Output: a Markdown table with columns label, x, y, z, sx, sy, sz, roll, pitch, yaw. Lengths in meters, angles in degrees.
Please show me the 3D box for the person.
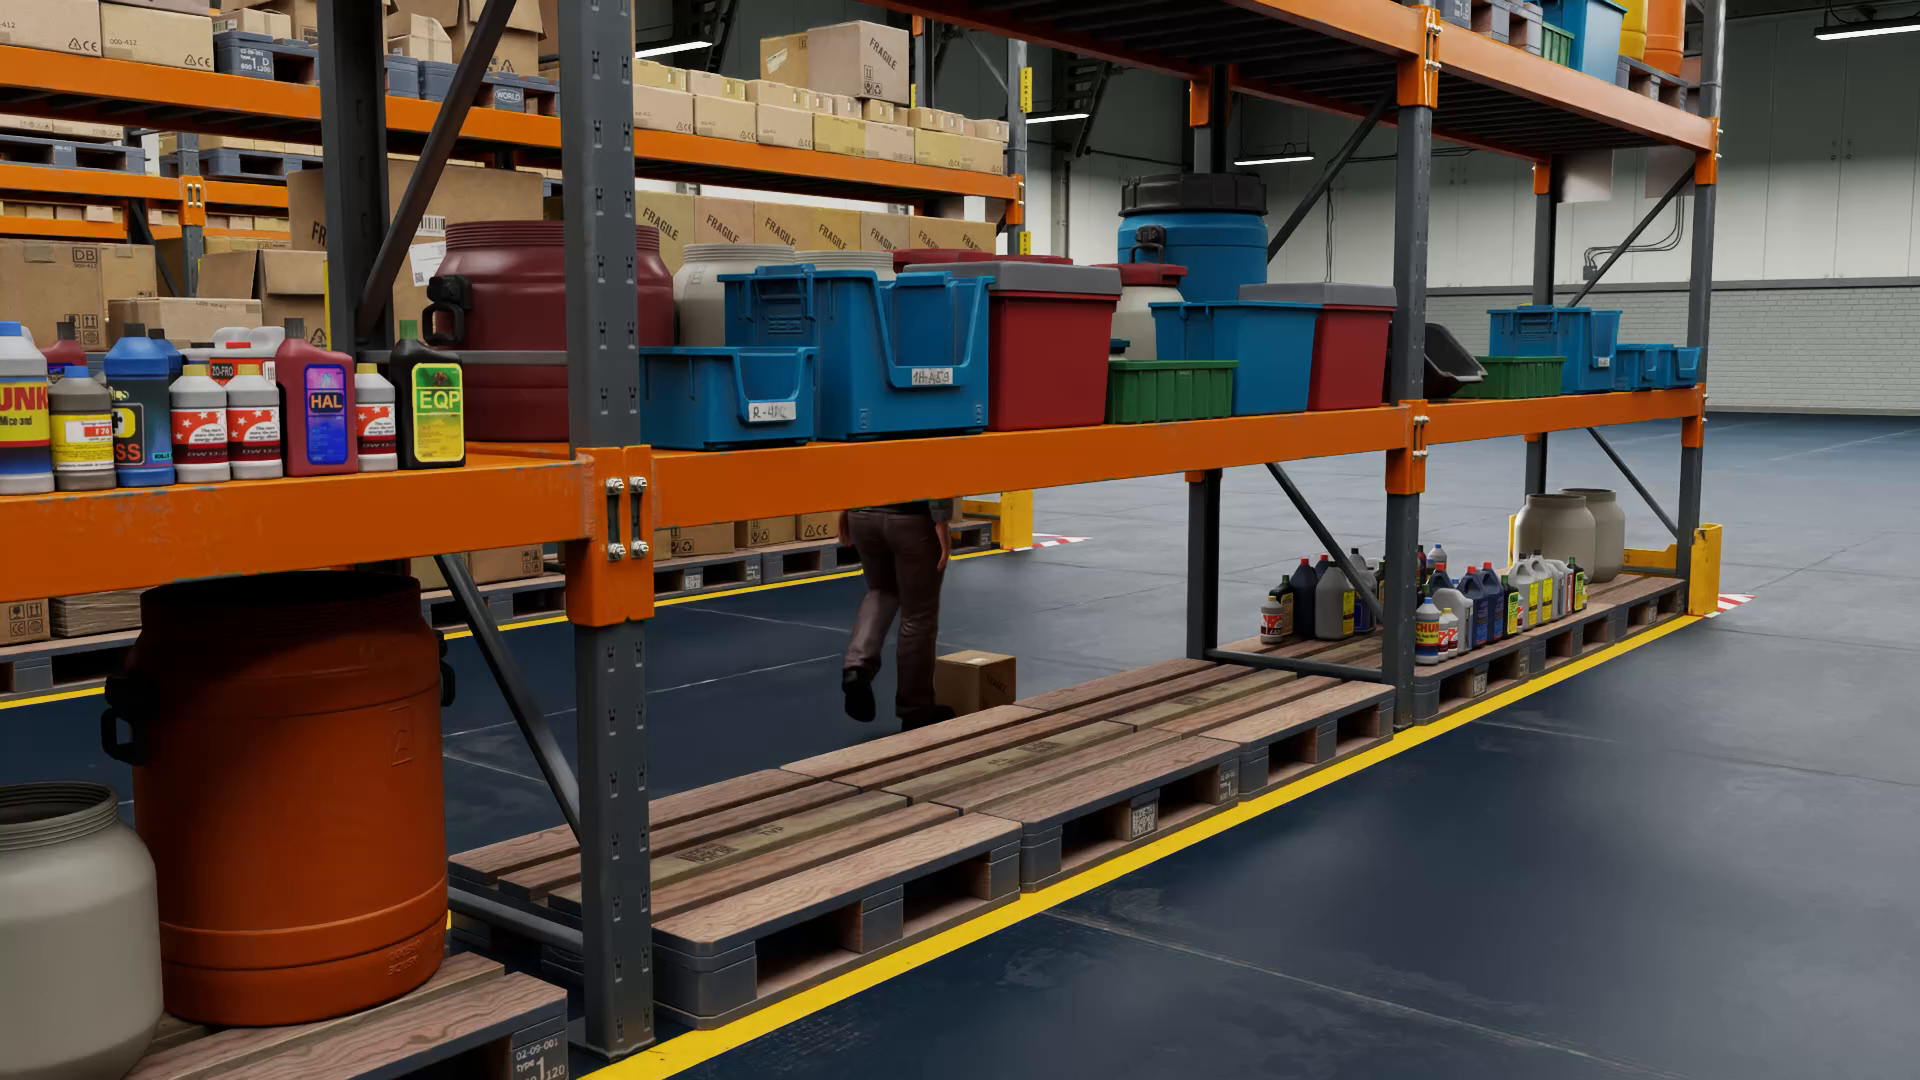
| label | x | y | z | sx | sy | sz | roll | pitch | yaw |
| --- | --- | --- | --- | --- | --- | --- | --- | --- | --- |
| person | -0.199 | -0.084 | 6.539 | 0.584 | 1.711 | 0.551 | 5 | 8 | 35 |
